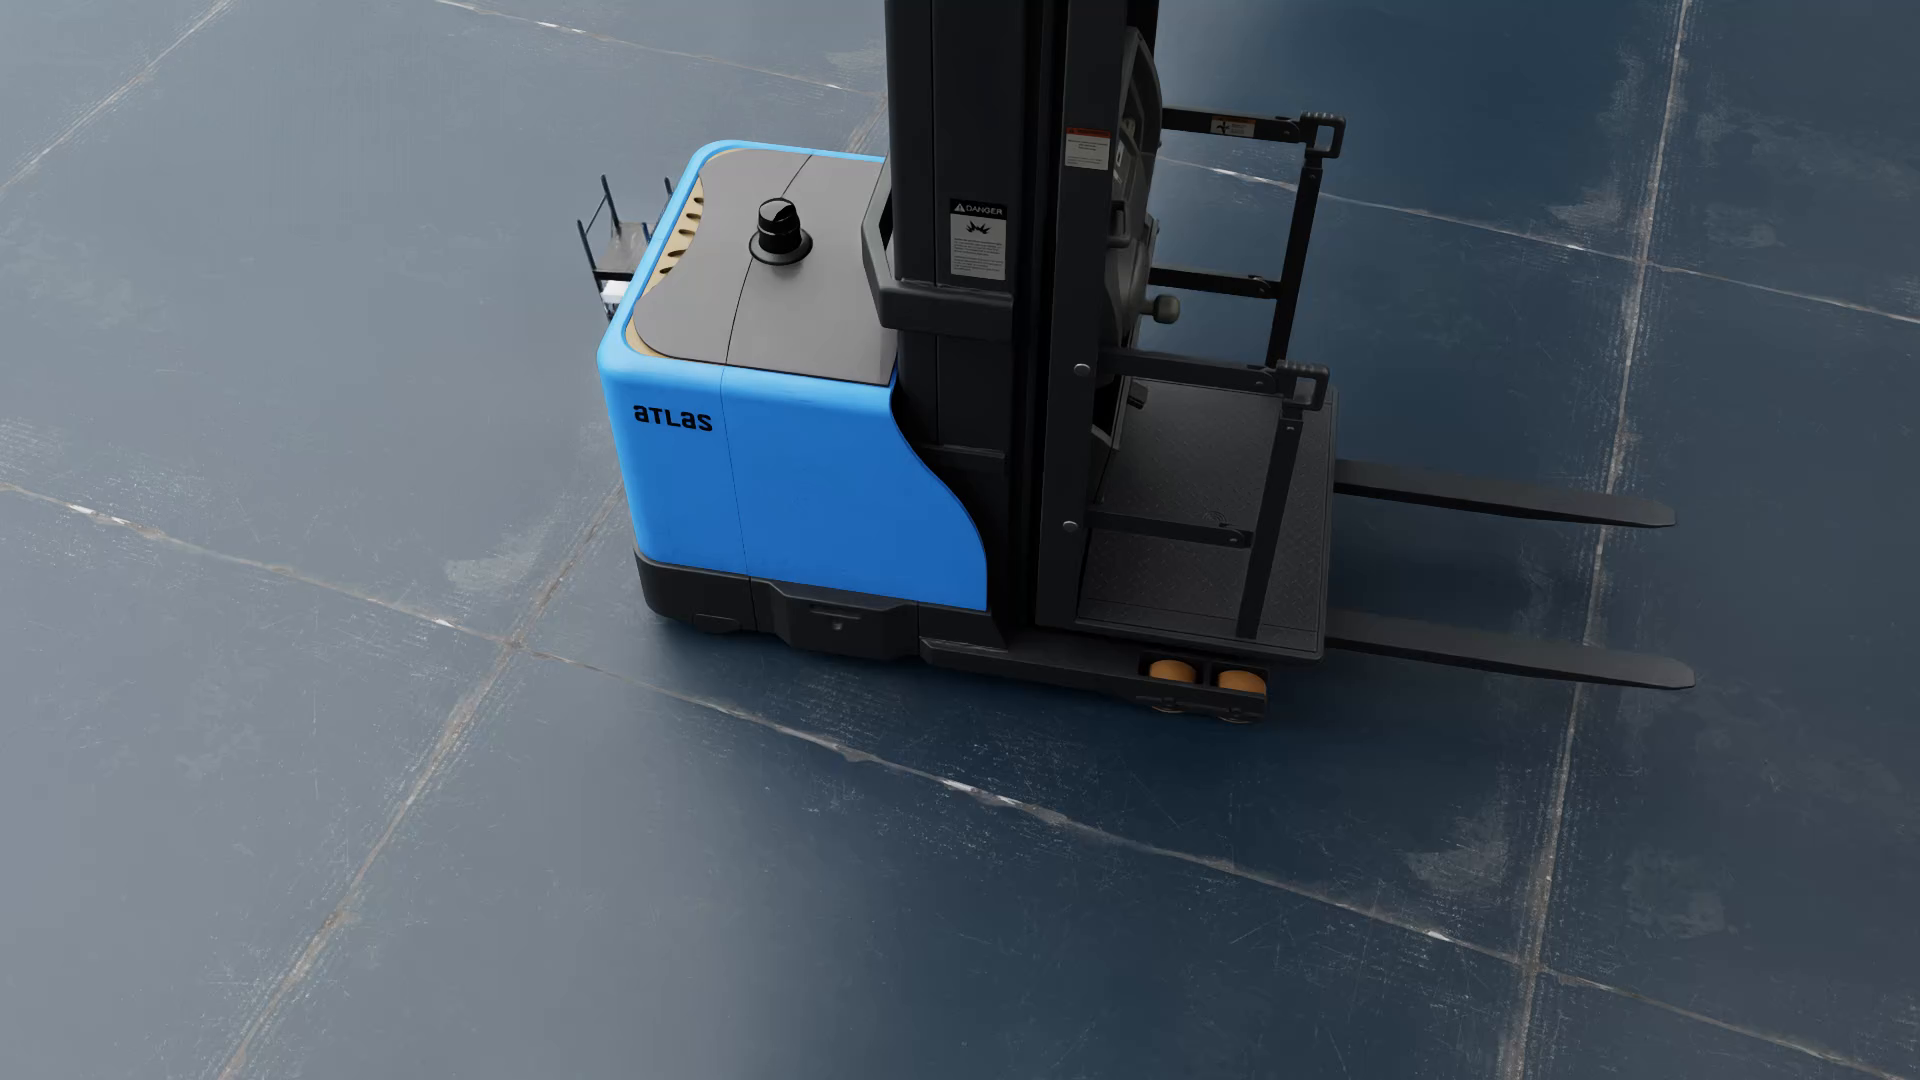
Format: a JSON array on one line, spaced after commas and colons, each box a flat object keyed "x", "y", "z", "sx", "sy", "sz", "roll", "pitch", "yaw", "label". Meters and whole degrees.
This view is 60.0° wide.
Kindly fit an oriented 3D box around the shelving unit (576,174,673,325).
[{"x": -0.958, "y": -0.711, "z": 5.260, "sx": 0.210, "sy": 0.900, "sz": 0.258, "roll": 5, "pitch": 49, "yaw": 11, "label": "shelving unit"}]

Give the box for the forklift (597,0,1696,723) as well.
[{"x": 0.614, "y": -0.871, "z": 4.066, "sx": 3.031, "sy": 2.935, "sz": 1.130, "roll": 8, "pitch": 50, "yaw": 7, "label": "forklift"}]

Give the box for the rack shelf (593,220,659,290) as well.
[{"x": -0.980, "y": -0.868, "z": 5.084, "sx": 0.200, "sy": 0.077, "sz": 0.258, "roll": 5, "pitch": 49, "yaw": 11, "label": "rack shelf"}]

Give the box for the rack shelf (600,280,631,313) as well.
[{"x": -0.972, "y": -0.808, "z": 5.151, "sx": 0.200, "sy": 0.077, "sz": 0.258, "roll": 5, "pitch": 49, "yaw": 11, "label": "rack shelf"}]

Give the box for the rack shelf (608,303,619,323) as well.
[{"x": -0.964, "y": -0.748, "z": 5.218, "sx": 0.200, "sy": 0.077, "sz": 0.258, "roll": 5, "pitch": 49, "yaw": 11, "label": "rack shelf"}]

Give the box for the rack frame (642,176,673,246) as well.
[{"x": -0.859, "y": -0.703, "z": 5.240, "sx": 0.006, "sy": 0.900, "sz": 0.240, "roll": 5, "pitch": 49, "yaw": 11, "label": "rack frame"}]

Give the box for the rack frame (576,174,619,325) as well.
[{"x": -1.058, "y": -0.719, "z": 5.279, "sx": 0.006, "sy": 0.900, "sz": 0.240, "roll": 5, "pitch": 49, "yaw": 11, "label": "rack frame"}]
